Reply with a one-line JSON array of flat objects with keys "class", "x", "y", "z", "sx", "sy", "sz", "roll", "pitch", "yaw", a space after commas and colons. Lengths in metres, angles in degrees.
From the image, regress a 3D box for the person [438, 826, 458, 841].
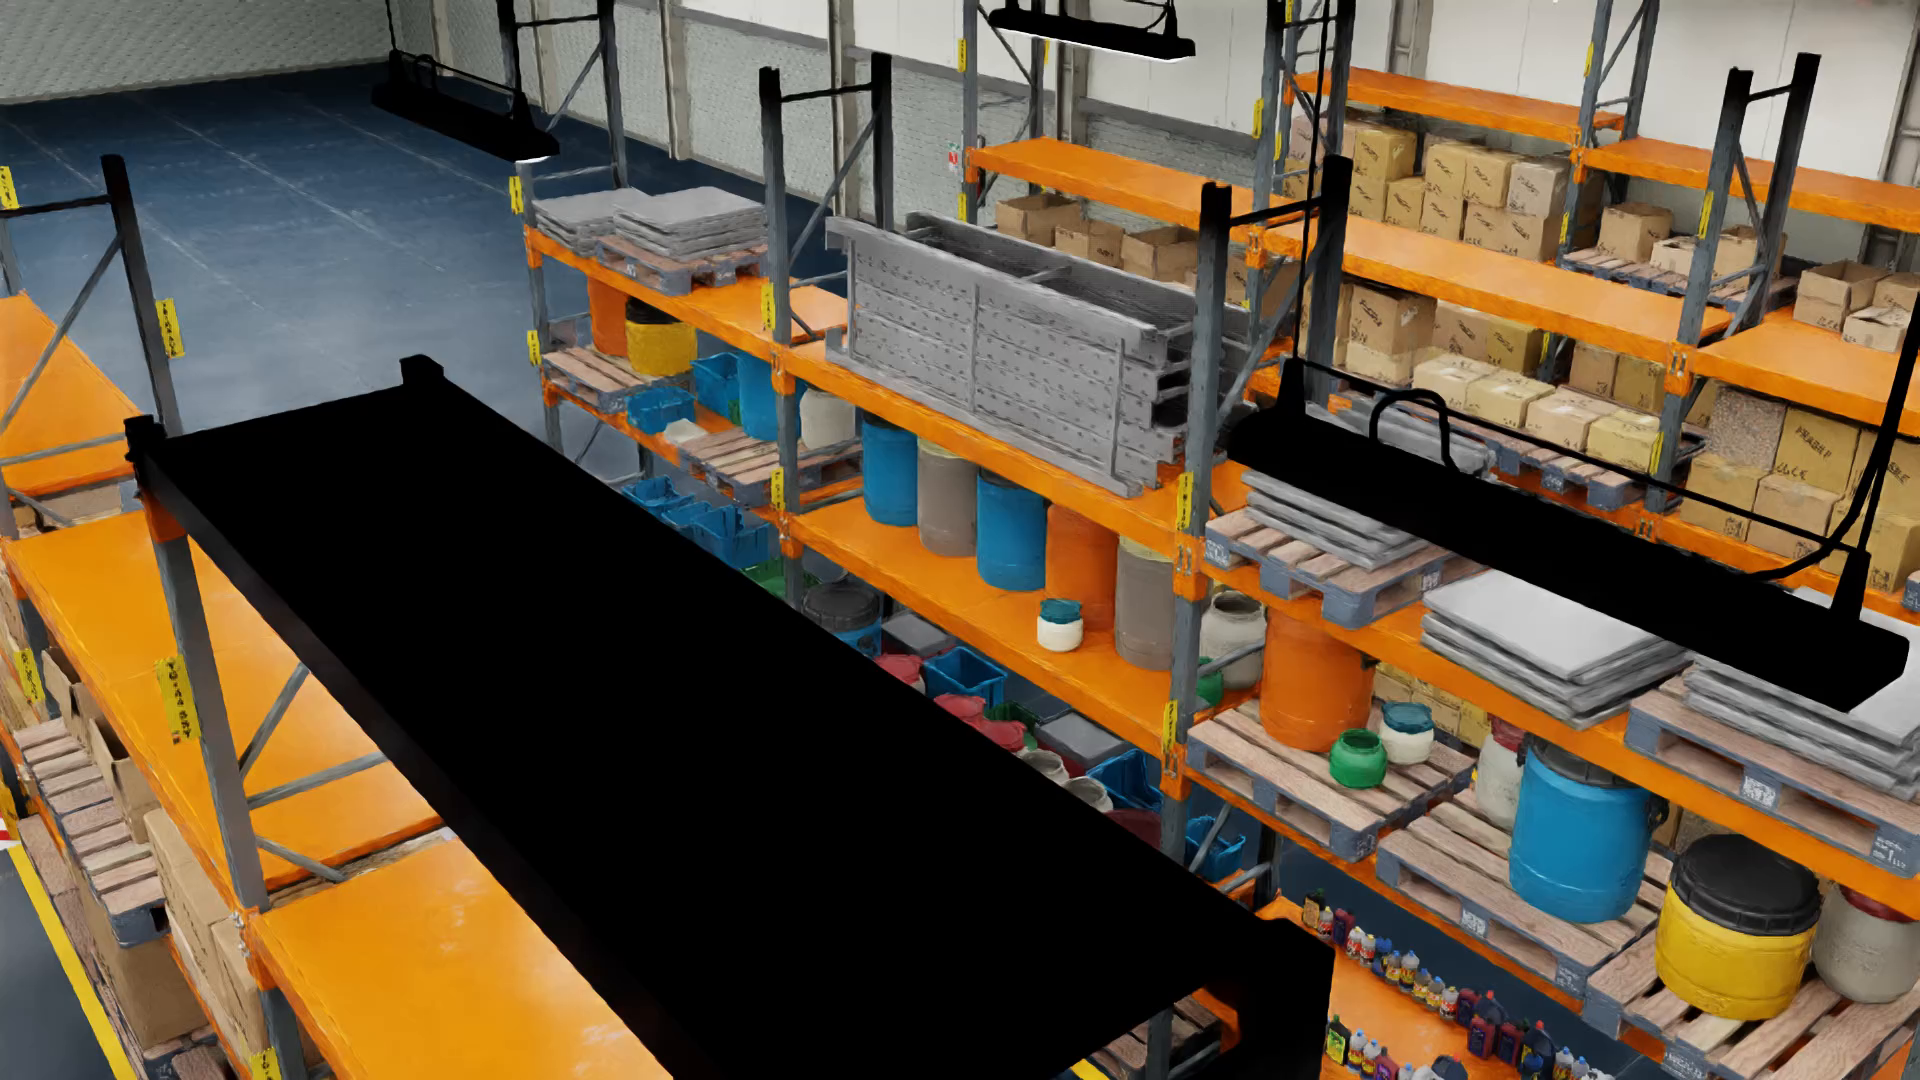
[{"class": "person", "x": -3.623, "y": 2.323, "z": 11.452, "sx": 0.599, "sy": 1.714, "sz": 1.094, "roll": -14, "pitch": 29, "yaw": -27}]
